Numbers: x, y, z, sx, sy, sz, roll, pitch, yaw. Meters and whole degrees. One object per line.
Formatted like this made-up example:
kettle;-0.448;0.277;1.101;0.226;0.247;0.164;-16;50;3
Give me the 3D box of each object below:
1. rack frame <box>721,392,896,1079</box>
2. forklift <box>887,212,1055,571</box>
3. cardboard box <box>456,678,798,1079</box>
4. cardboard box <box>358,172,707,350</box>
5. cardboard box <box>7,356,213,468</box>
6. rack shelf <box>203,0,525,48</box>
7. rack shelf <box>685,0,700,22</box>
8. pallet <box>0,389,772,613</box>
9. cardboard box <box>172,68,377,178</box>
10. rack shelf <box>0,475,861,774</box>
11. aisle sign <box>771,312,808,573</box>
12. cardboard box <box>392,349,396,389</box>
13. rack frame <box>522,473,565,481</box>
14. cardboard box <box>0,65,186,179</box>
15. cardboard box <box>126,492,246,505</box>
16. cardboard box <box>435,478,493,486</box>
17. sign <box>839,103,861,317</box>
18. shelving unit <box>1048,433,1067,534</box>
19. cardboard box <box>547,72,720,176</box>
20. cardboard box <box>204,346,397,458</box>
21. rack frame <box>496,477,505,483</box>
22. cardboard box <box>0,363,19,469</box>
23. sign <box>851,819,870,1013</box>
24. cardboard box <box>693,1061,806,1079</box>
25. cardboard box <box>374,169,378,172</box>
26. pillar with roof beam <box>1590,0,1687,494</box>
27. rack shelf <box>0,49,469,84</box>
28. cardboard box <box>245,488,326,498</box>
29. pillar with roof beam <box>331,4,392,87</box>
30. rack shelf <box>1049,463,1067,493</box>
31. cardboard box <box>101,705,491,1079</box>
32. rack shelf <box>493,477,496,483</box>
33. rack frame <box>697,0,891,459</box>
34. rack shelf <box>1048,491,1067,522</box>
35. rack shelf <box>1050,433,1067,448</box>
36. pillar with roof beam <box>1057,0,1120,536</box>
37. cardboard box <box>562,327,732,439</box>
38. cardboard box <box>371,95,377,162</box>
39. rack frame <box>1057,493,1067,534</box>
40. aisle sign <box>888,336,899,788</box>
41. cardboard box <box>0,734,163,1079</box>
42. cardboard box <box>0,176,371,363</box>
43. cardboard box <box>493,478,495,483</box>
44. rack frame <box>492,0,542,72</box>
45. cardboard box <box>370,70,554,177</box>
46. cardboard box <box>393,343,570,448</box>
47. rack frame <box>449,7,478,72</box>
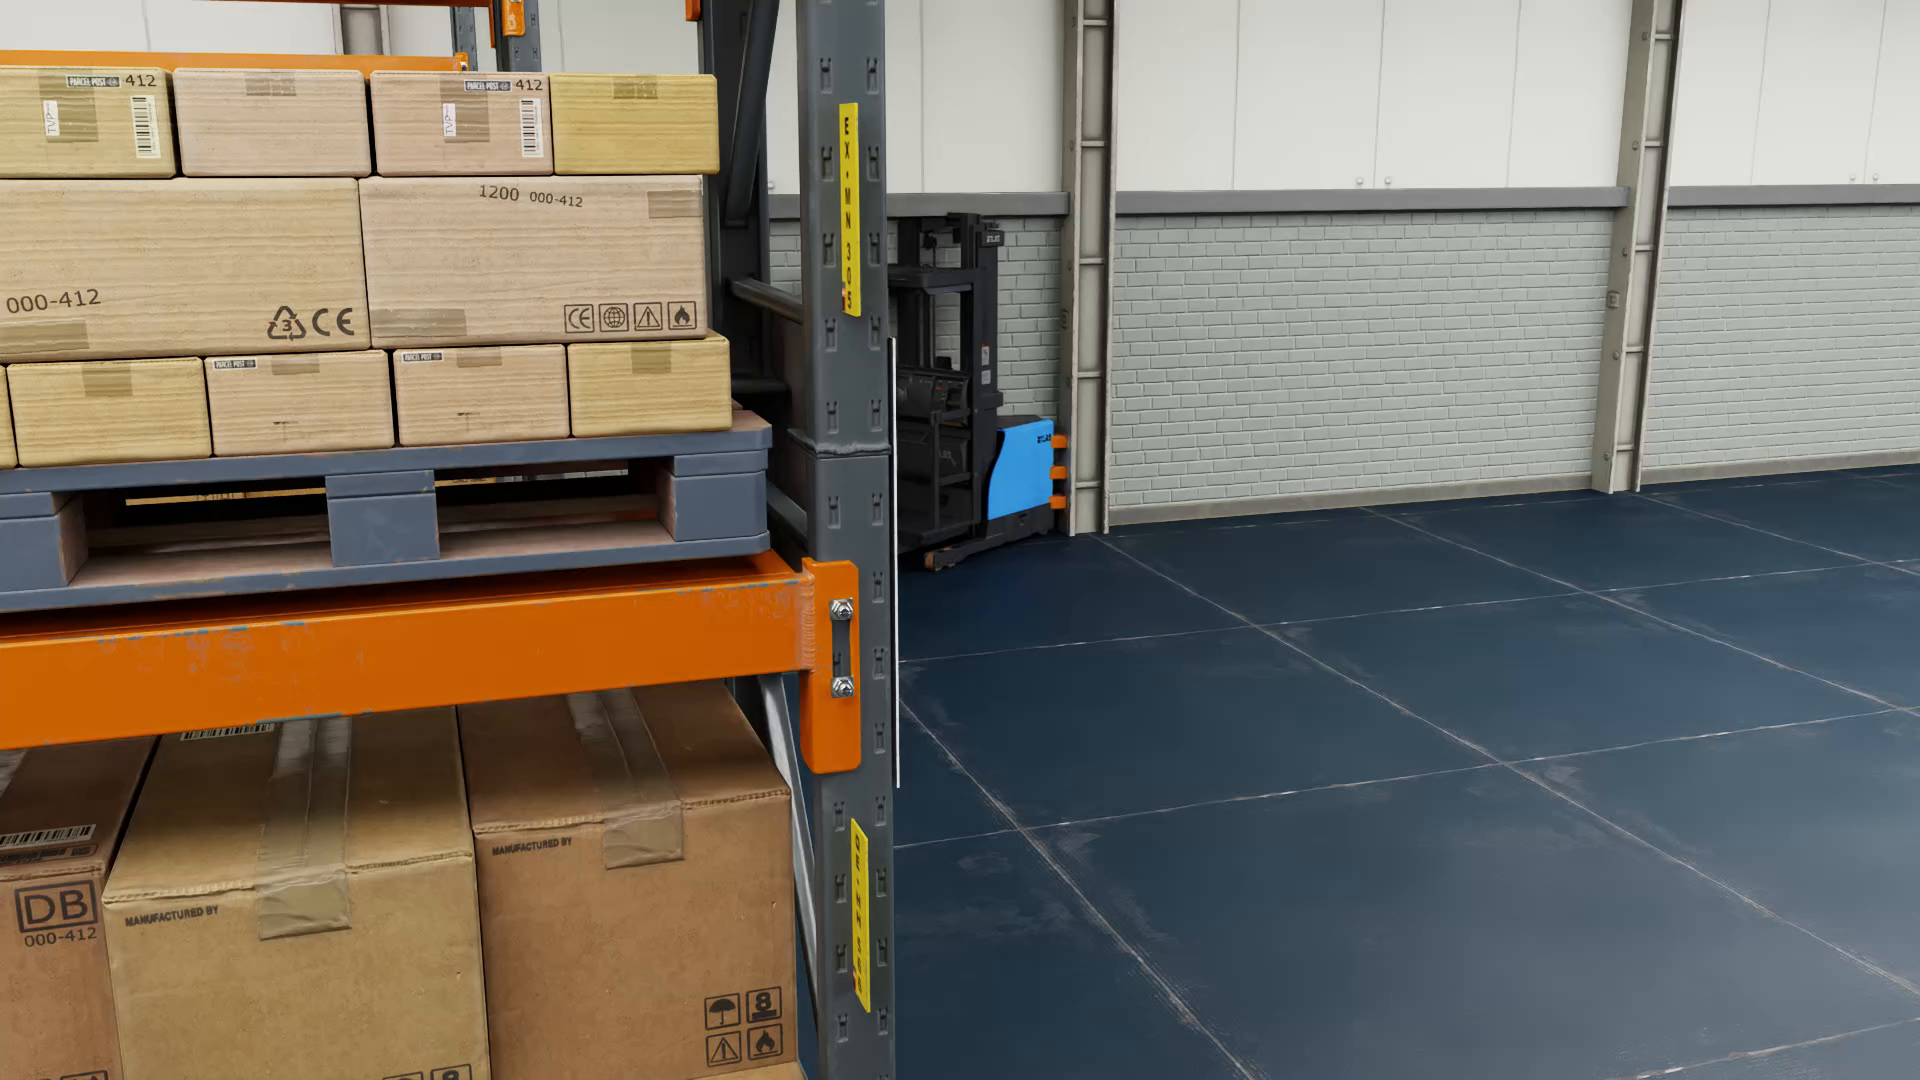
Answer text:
rack frame;-0.334;1.212;3.564;0.127;3.000;1.000;-4;14;-18
forklift;-0.432;-1.289;14.227;1.130;2.935;3.031;10;17;37
cardboard box;-0.698;0.633;3.342;0.550;0.550;0.875;-4;14;-18
cardboard box;-0.709;-0.474;2.730;0.500;0.250;0.500;-4;14;-17
cardboard box;-1.263;-0.223;2.534;0.250;0.149;0.380;-4;14;-18
rack shelf;-3.904;-2.285;6.865;4.000;0.370;1.077;-4;14;-18
rack shelf;-2.230;-1.014;2.378;4.000;0.370;1.077;-4;14;-18
pallet;-1.034;-0.147;2.987;1.213;0.211;1.003;-4;14;-18
cardboard box;-1.025;-0.629;2.520;0.250;0.149;0.380;-4;14;-17
rack shelf;-2.230;0.251;2.679;4.000;0.370;1.077;-4;14;-18
aisle sign;-0.363;-0.123;3.561;0.004;0.787;0.394;-4;14;-18
cardboard box;-1.003;-0.404;3.295;0.250;0.149;0.380;-4;14;-18
rack frame;-2.009;0.134;8.096;0.127;3.000;1.000;-4;14;-18
cardboard box;-1.270;-0.610;2.438;0.250;0.149;0.380;-4;14;-17
cardboard box;-3.356;-0.364;7.172;0.500;0.500;0.700;-5;14;-19
cardboard box;-2.423;-0.460;7.575;0.500;0.500;0.700;-5;14;-19
sign;-0.174;-0.519;2.618;0.005;0.325;0.100;-4;14;-18
shelving unit;0.841;-0.588;15.293;0.252;1.050;0.215;-2;12;-18
cardboard box;-0.545;-0.666;2.676;0.250;0.149;0.380;-4;14;-18
cardboard box;-1.023;-0.241;2.612;0.250;0.149;0.380;-4;14;-17
rack frame;-3.595;-0.954;12.672;0.127;3.000;1.000;-4;14;-18
cardboard box;-1.506;-0.204;2.454;0.250;0.149;0.380;-5;14;-19
sign;-0.174;0.654;2.898;0.005;0.325;0.100;-4;14;-18
cardboard box;-0.671;1.177;3.389;0.550;0.550;0.875;-4;14;-18
cardboard box;-0.873;-0.592;3.226;0.500;0.250;0.500;-4;14;-18
pillar with roof beam;8.204;-3.960;12.347;0.400;9.000;9.100;-4;14;-18
rack shelf;-5.491;-3.181;11.487;4.000;0.370;1.077;-4;14;-18
cardboard box;-2.905;-0.424;7.425;0.500;0.500;0.700;-4;14;-18
pillar with roof beam;-3.170;-3.075;8.623;0.400;9.000;9.100;-4;14;-18
rack shelf;0.841;-0.578;15.295;0.240;0.259;0.215;-2;12;-18
cardboard box;-1.190;0.694;3.086;0.550;0.550;0.875;-4;14;-18
rack shelf;-5.491;-0.457;12.135;4.000;0.370;1.077;-4;14;-18
rack frame;-0.334;-1.706;2.869;0.127;3.000;1.000;-4;14;-18
rack shelf;0.833;-0.305;15.349;0.240;0.259;0.215;-2;12;-18
rack shelf;0.848;-0.856;15.240;0.240;0.259;0.215;-2;12;-18
pillar with roof beam;2.517;-3.518;10.485;0.400;9.000;9.100;-4;14;-18
cardboard box;-0.541;-0.279;2.770;0.250;0.149;0.380;-4;14;-18
cardboard box;-1.232;-0.773;3.126;0.250;0.149;0.380;-5;14;-19
rack frame;0.957;-0.593;15.331;0.008;1.050;0.200;-2;12;-18
aisle sign;-0.171;0.008;3.008;0.004;0.787;0.394;-4;14;-18
cardboard box;-1.764;0.705;3.038;0.550;0.550;0.875;-4;14;-18
cardboard box;-1.183;-0.437;2.575;0.500;0.250;0.500;-4;14;-18
cardboard box;-2.546;-0.085;8.159;0.500;0.500;0.500;-5;14;-19
rack frame;-2.009;-2.784;7.402;0.127;3.000;1.000;-4;14;-18
cardboard box;-0.782;-0.648;2.599;0.250;0.149;0.380;-4;14;-18
cardboard box;-0.780;-0.260;2.692;0.250;0.149;0.380;-4;14;-18
rack frame;-3.595;-3.873;11.978;0.127;3.000;1.000;-4;14;-18
